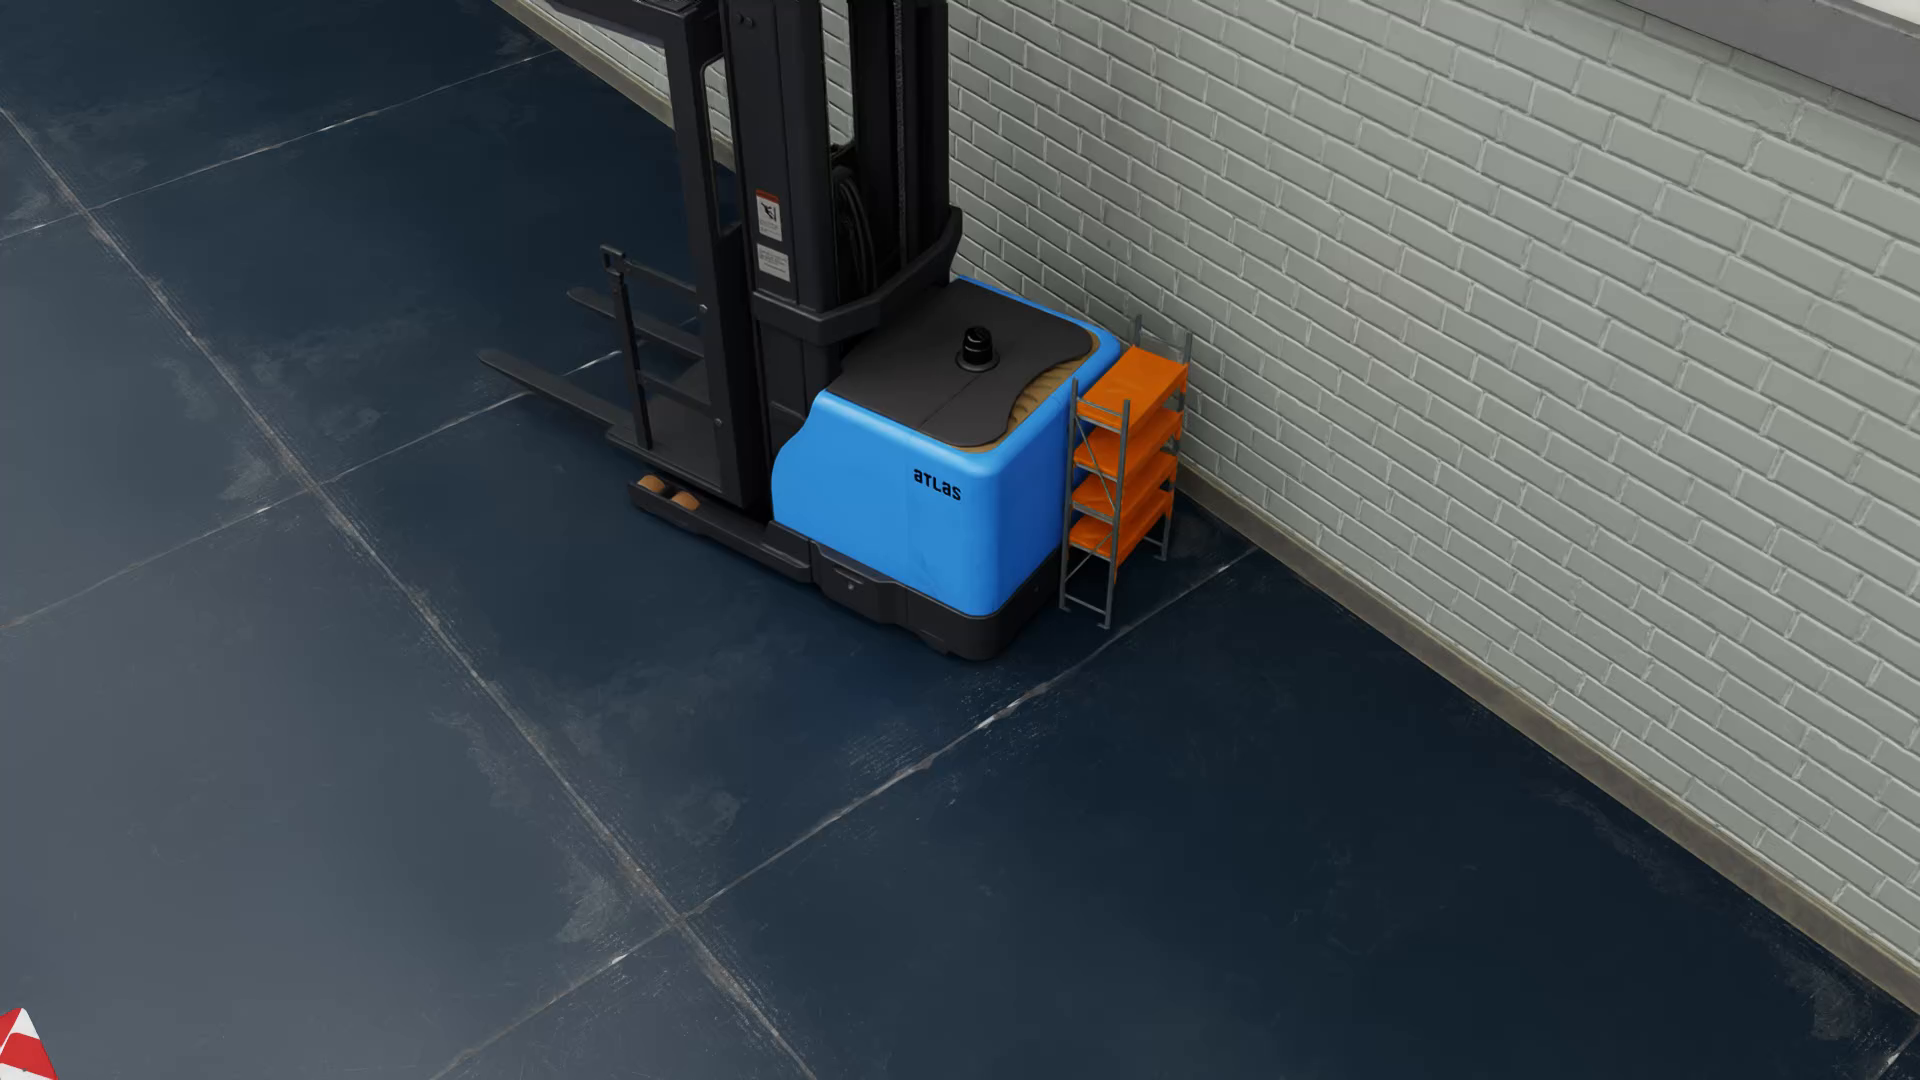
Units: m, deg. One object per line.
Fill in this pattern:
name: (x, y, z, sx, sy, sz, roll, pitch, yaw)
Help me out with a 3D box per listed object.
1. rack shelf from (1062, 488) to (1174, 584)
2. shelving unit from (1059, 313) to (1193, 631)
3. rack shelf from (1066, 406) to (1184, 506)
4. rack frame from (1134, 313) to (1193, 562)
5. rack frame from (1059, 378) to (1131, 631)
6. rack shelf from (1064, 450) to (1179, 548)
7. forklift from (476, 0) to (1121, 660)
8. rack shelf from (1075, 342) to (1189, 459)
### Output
rack shelf: (0.650, -0.059, 6.825, 0.258, 0.148, 0.480, 24, 48, 24)
shelving unit: (0.650, -0.253, 6.643, 0.258, 1.200, 0.503, 24, 48, 24)
rack shelf: (0.650, -0.367, 6.536, 0.258, 0.148, 0.480, 24, 48, 24)
rack frame: (0.784, -0.392, 6.791, 0.240, 1.200, 0.015, 24, 48, 24)
rack frame: (0.516, -0.113, 6.494, 0.240, 1.200, 0.015, 24, 48, 24)
rack shelf: (0.650, -0.204, 6.689, 0.258, 0.148, 0.480, 24, 48, 24)
forklift: (-0.854, -1.388, 6.586, 3.031, 2.935, 1.130, 25, 49, 24)
rack shelf: (0.650, -0.539, 6.374, 0.258, 0.148, 0.480, 24, 48, 24)
